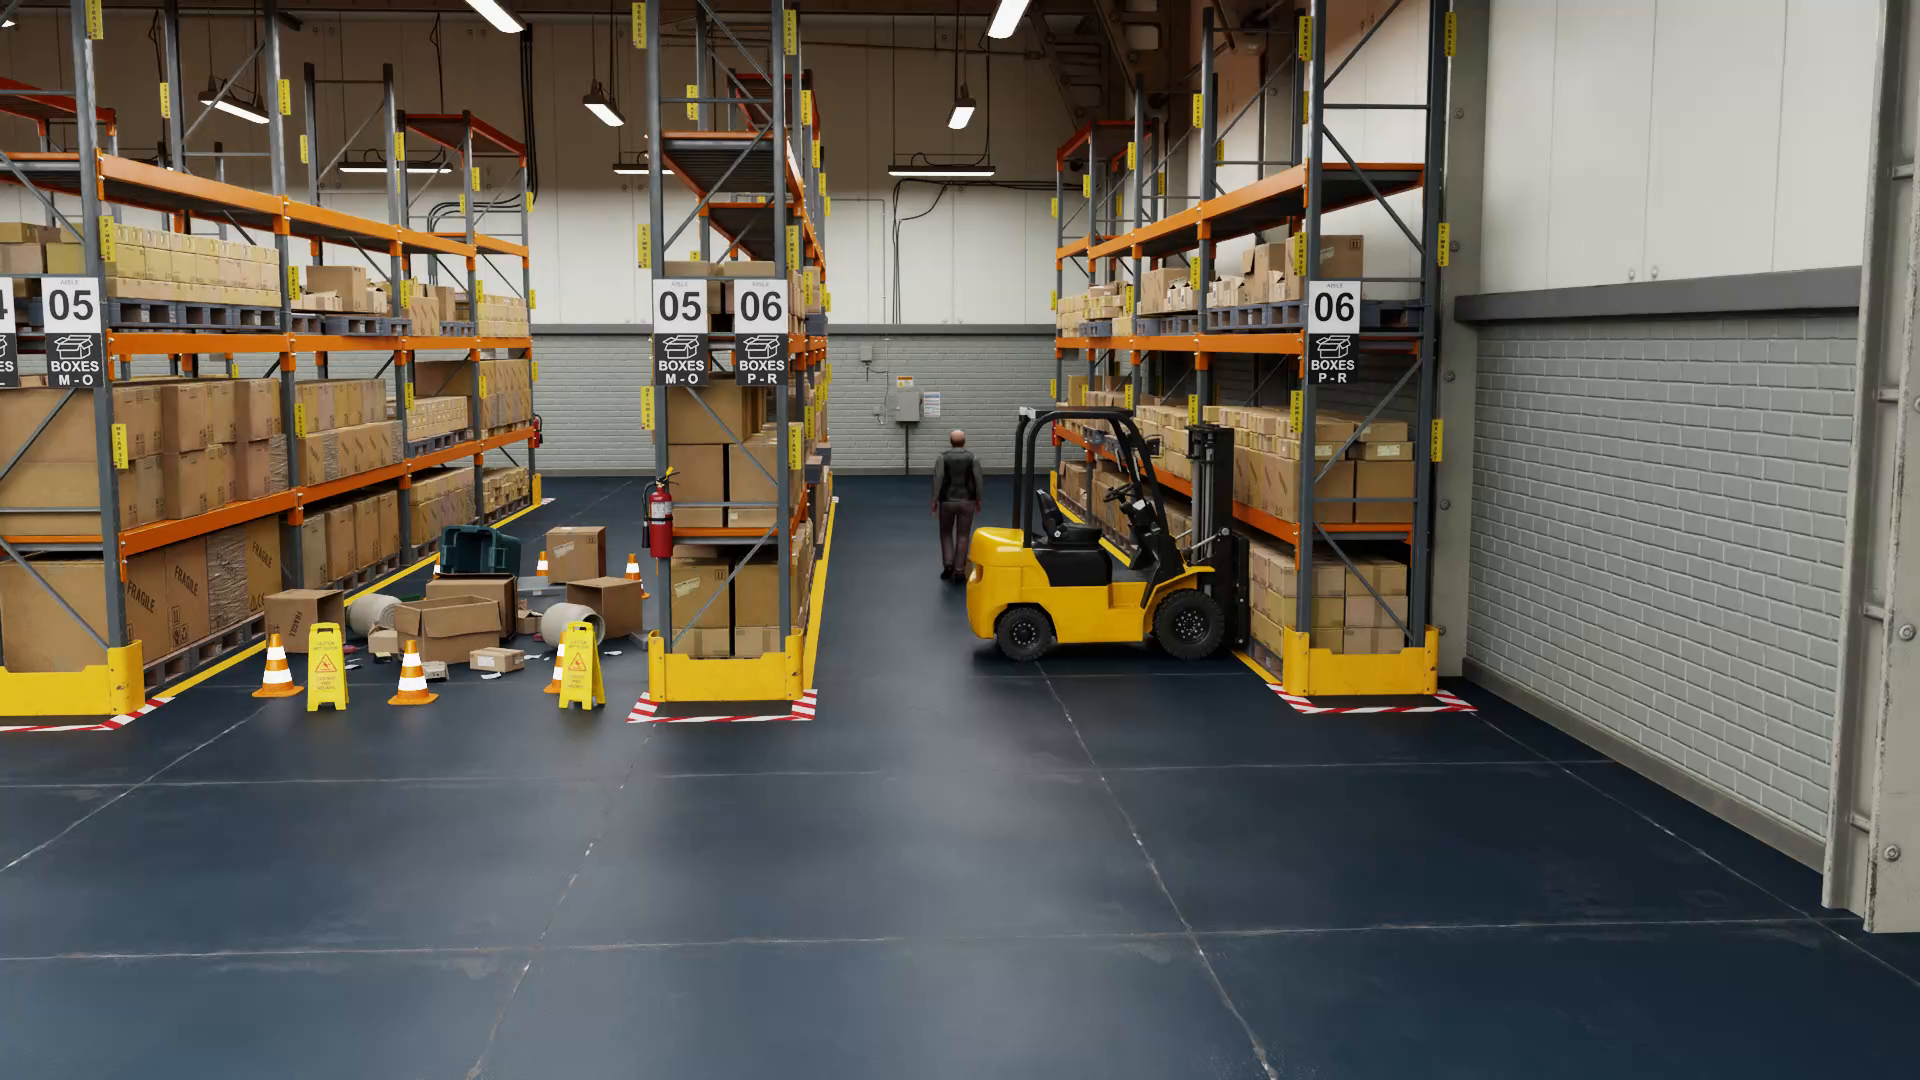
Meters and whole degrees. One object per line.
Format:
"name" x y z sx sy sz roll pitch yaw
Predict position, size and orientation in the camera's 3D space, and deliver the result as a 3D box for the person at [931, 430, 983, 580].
"person" -0.032 -0.391 19.107 0.600 1.753 0.557 0 7 0
